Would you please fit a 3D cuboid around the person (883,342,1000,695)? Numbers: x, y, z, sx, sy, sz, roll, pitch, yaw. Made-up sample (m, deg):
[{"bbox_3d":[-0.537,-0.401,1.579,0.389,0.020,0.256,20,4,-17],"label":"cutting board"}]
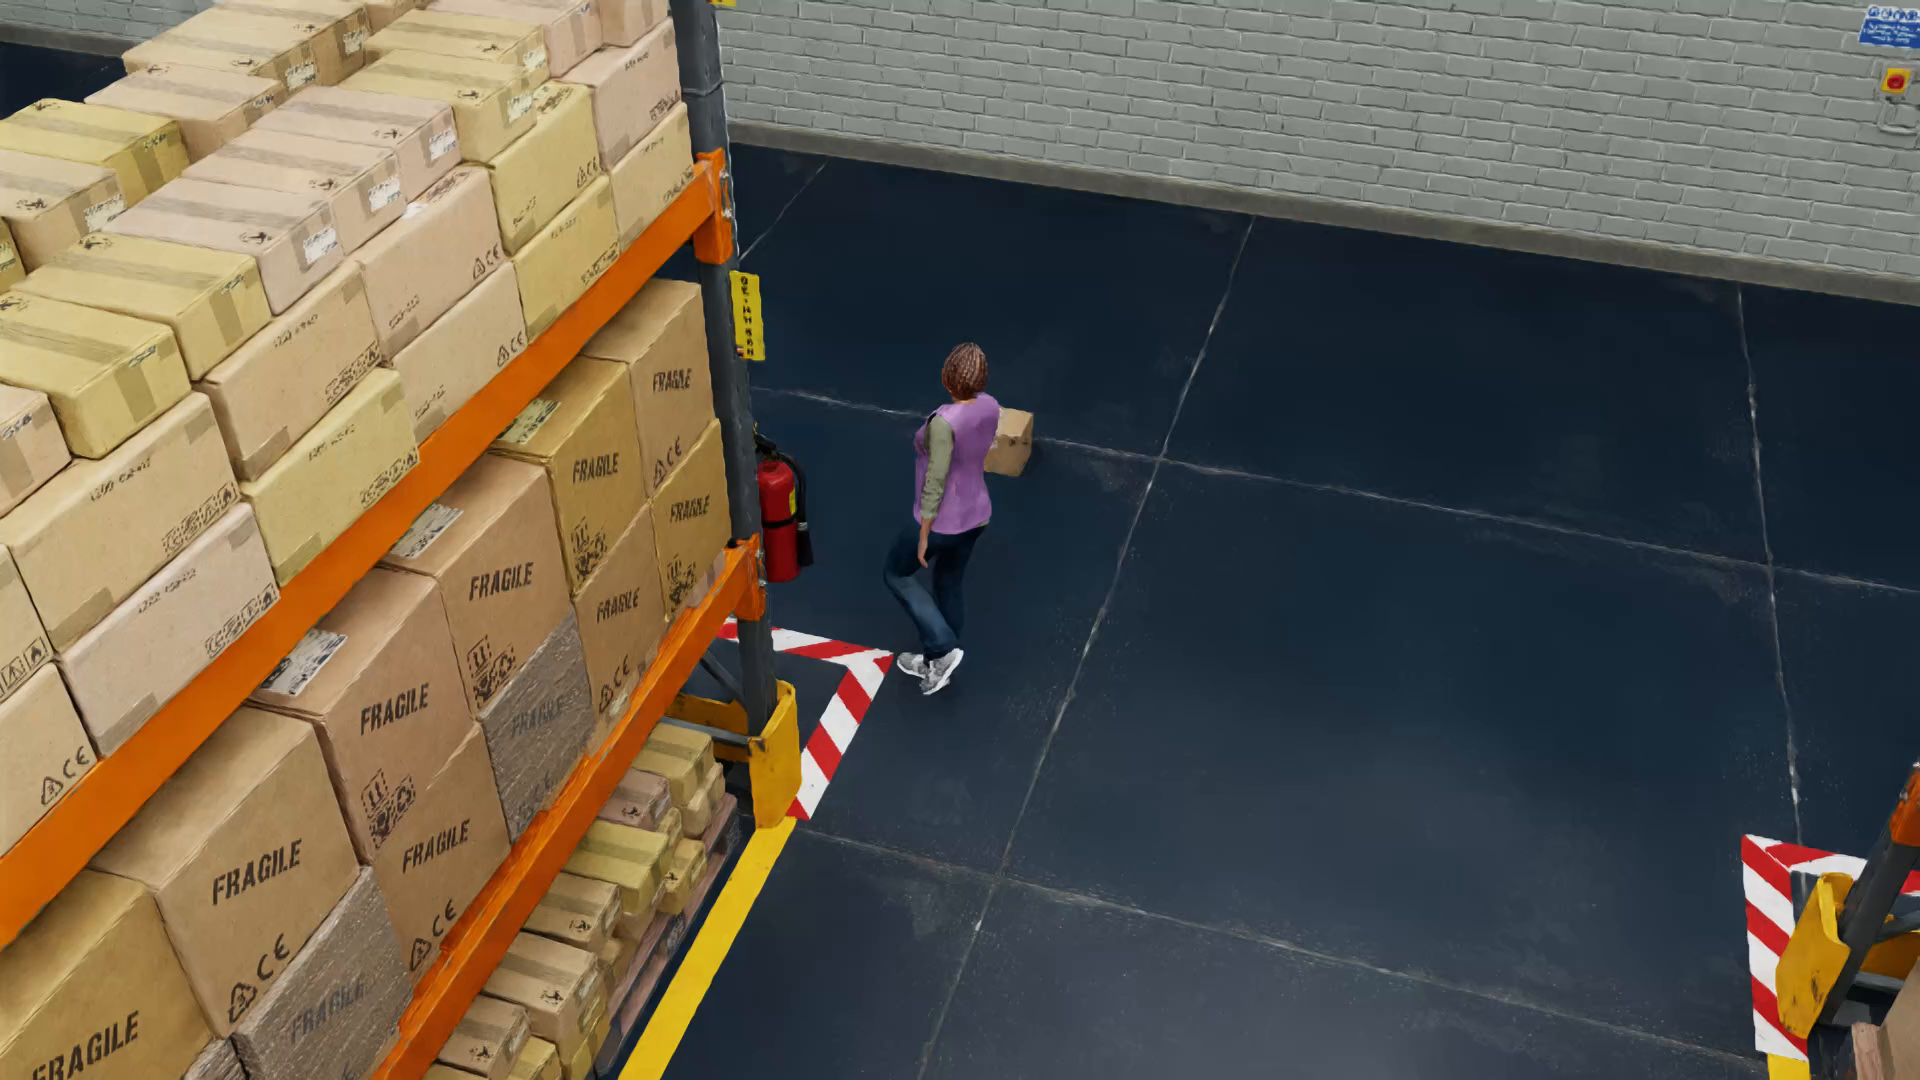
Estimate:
[{"bbox_3d":[-0.049,-0.070,6.986,0.459,1.550,0.570,30,46,33],"label":"person"}]
